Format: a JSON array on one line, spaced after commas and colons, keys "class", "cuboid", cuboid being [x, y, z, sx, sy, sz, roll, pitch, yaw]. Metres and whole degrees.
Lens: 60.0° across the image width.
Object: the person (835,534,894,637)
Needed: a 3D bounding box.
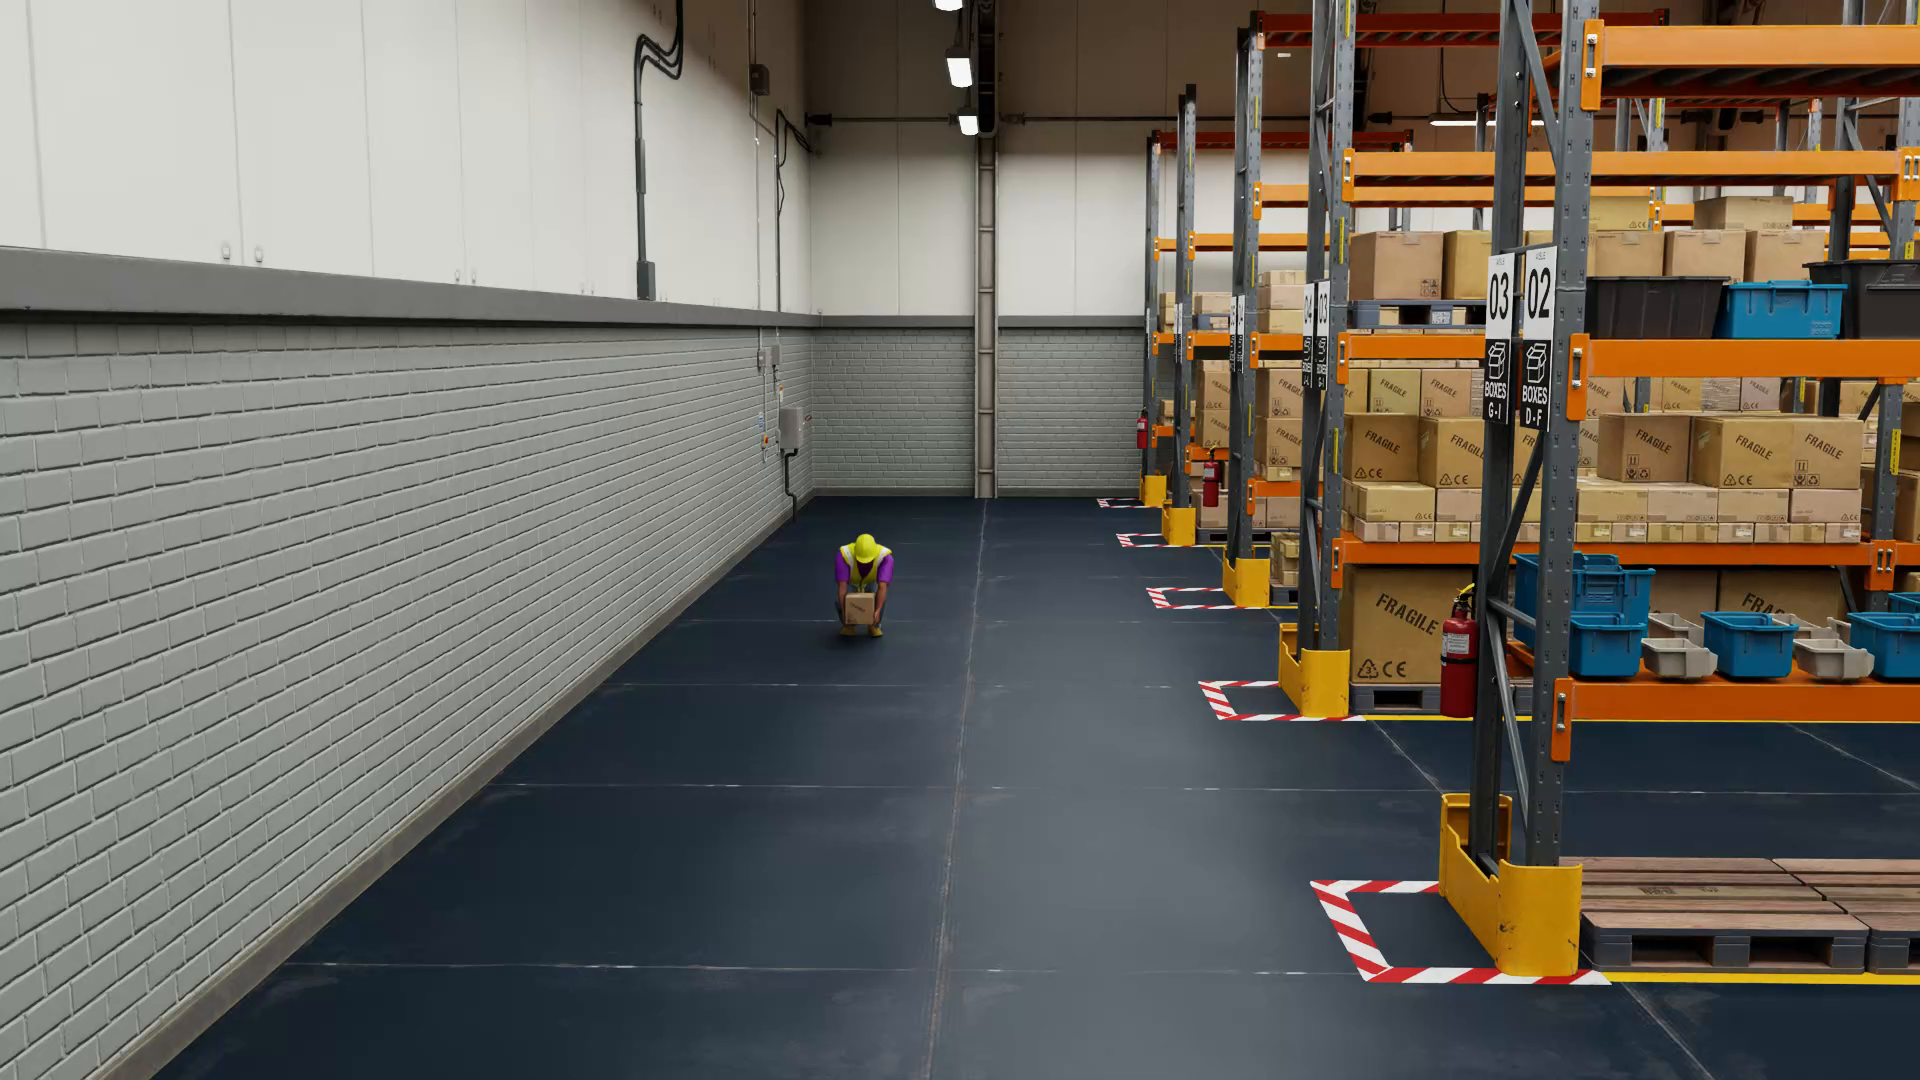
[{"class": "person", "cuboid": [-0.885, 0.410, 15.469, 0.546, 1.013, 0.897, 0, 7, 0]}]
